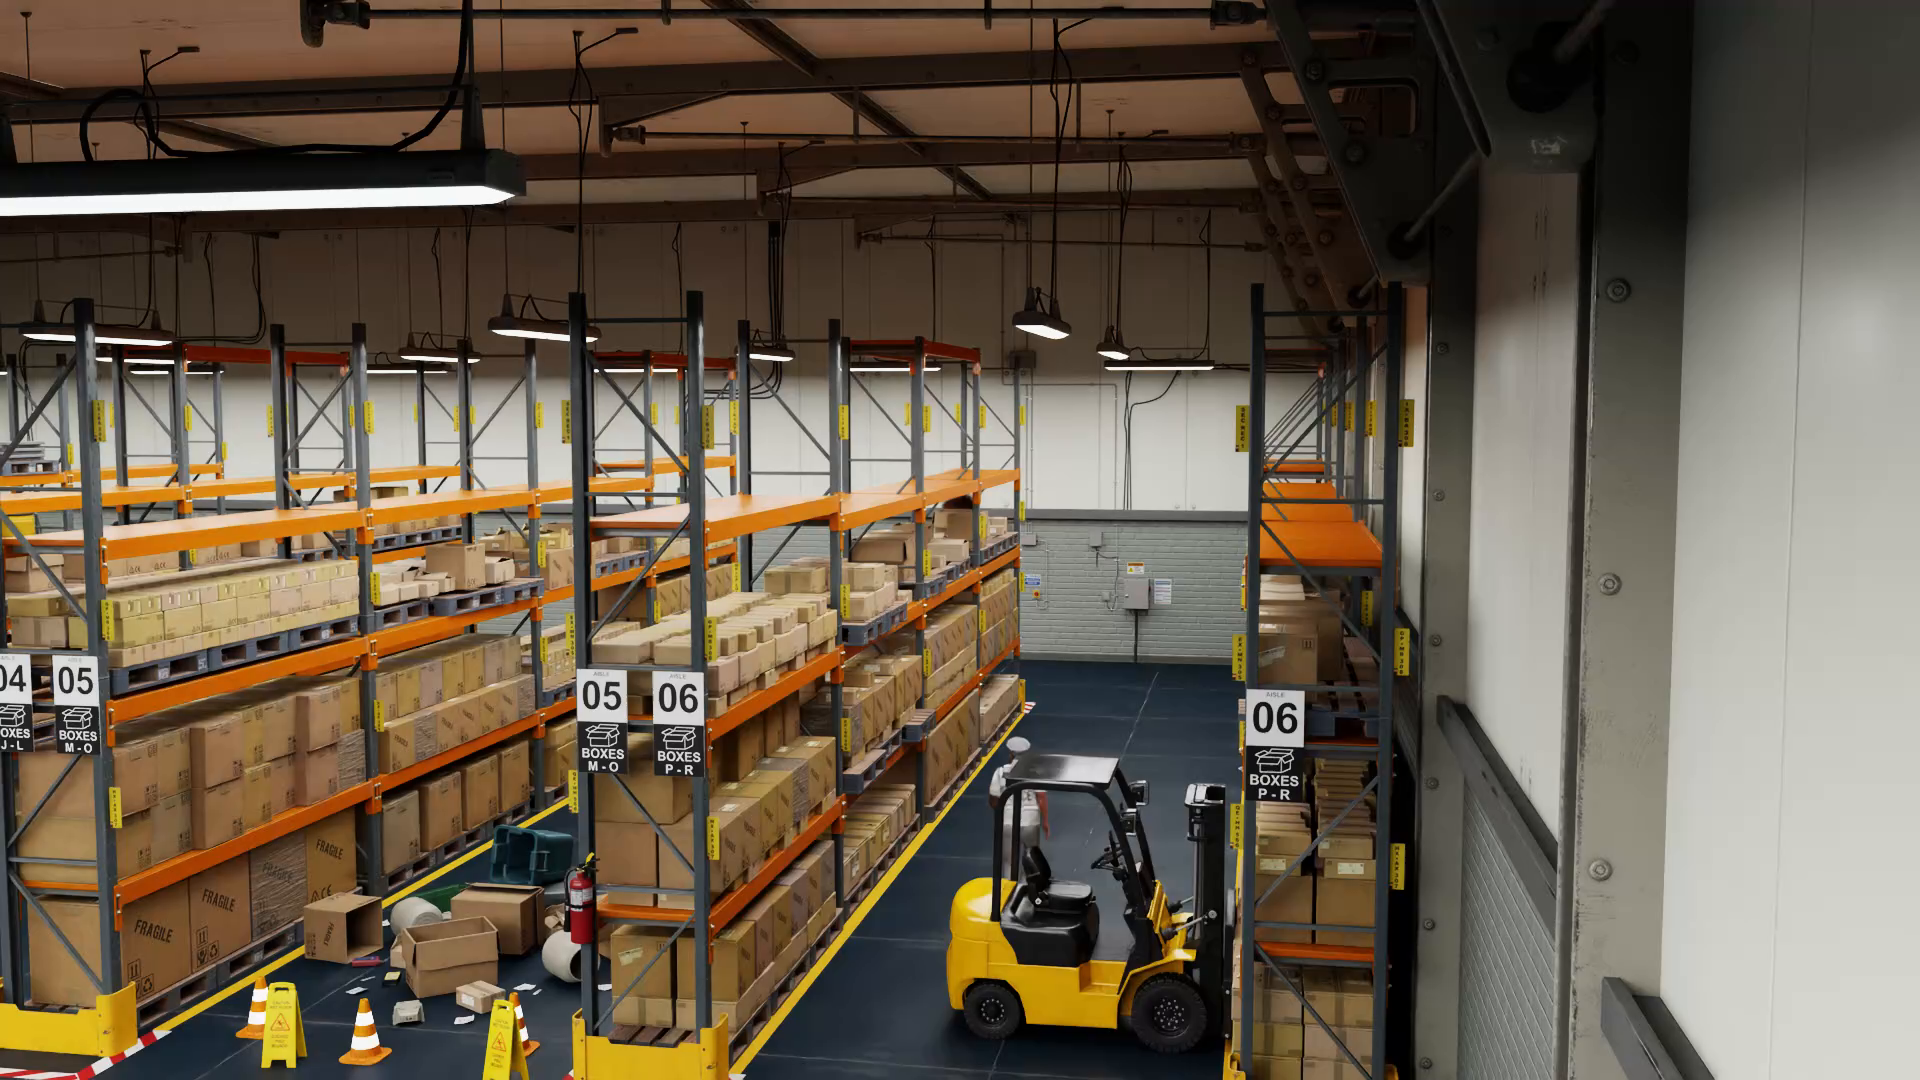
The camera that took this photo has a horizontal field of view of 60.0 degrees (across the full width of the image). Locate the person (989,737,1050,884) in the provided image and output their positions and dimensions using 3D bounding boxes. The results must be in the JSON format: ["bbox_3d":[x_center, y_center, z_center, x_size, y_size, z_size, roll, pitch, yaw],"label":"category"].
[{"bbox_3d":[0.615,2.951,17.170,0.650,1.812,0.729,1,5,8],"label":"person"}]
